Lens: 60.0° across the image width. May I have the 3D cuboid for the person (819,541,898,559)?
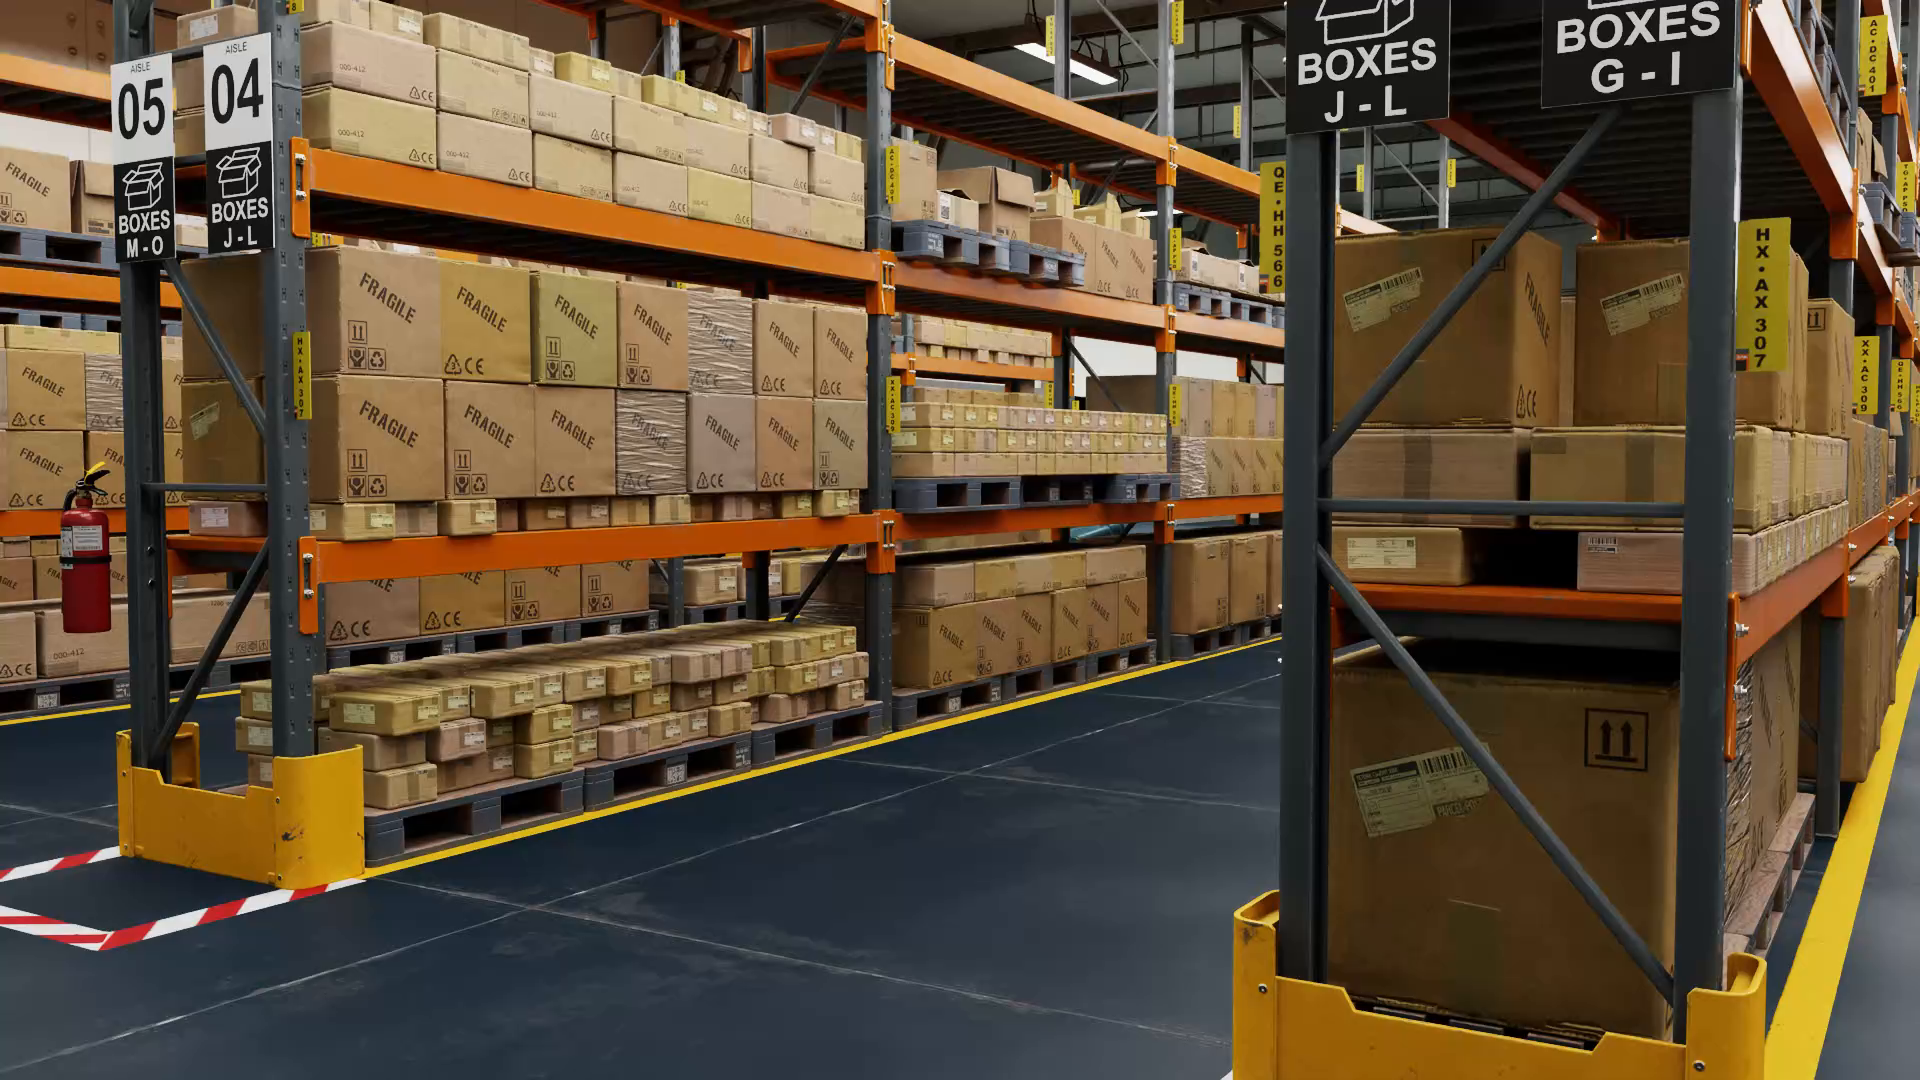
[{"bbox_3d":[-0.926,0.015,14.408,0.587,1.731,0.963,2,4,39],"label":"person"}]
